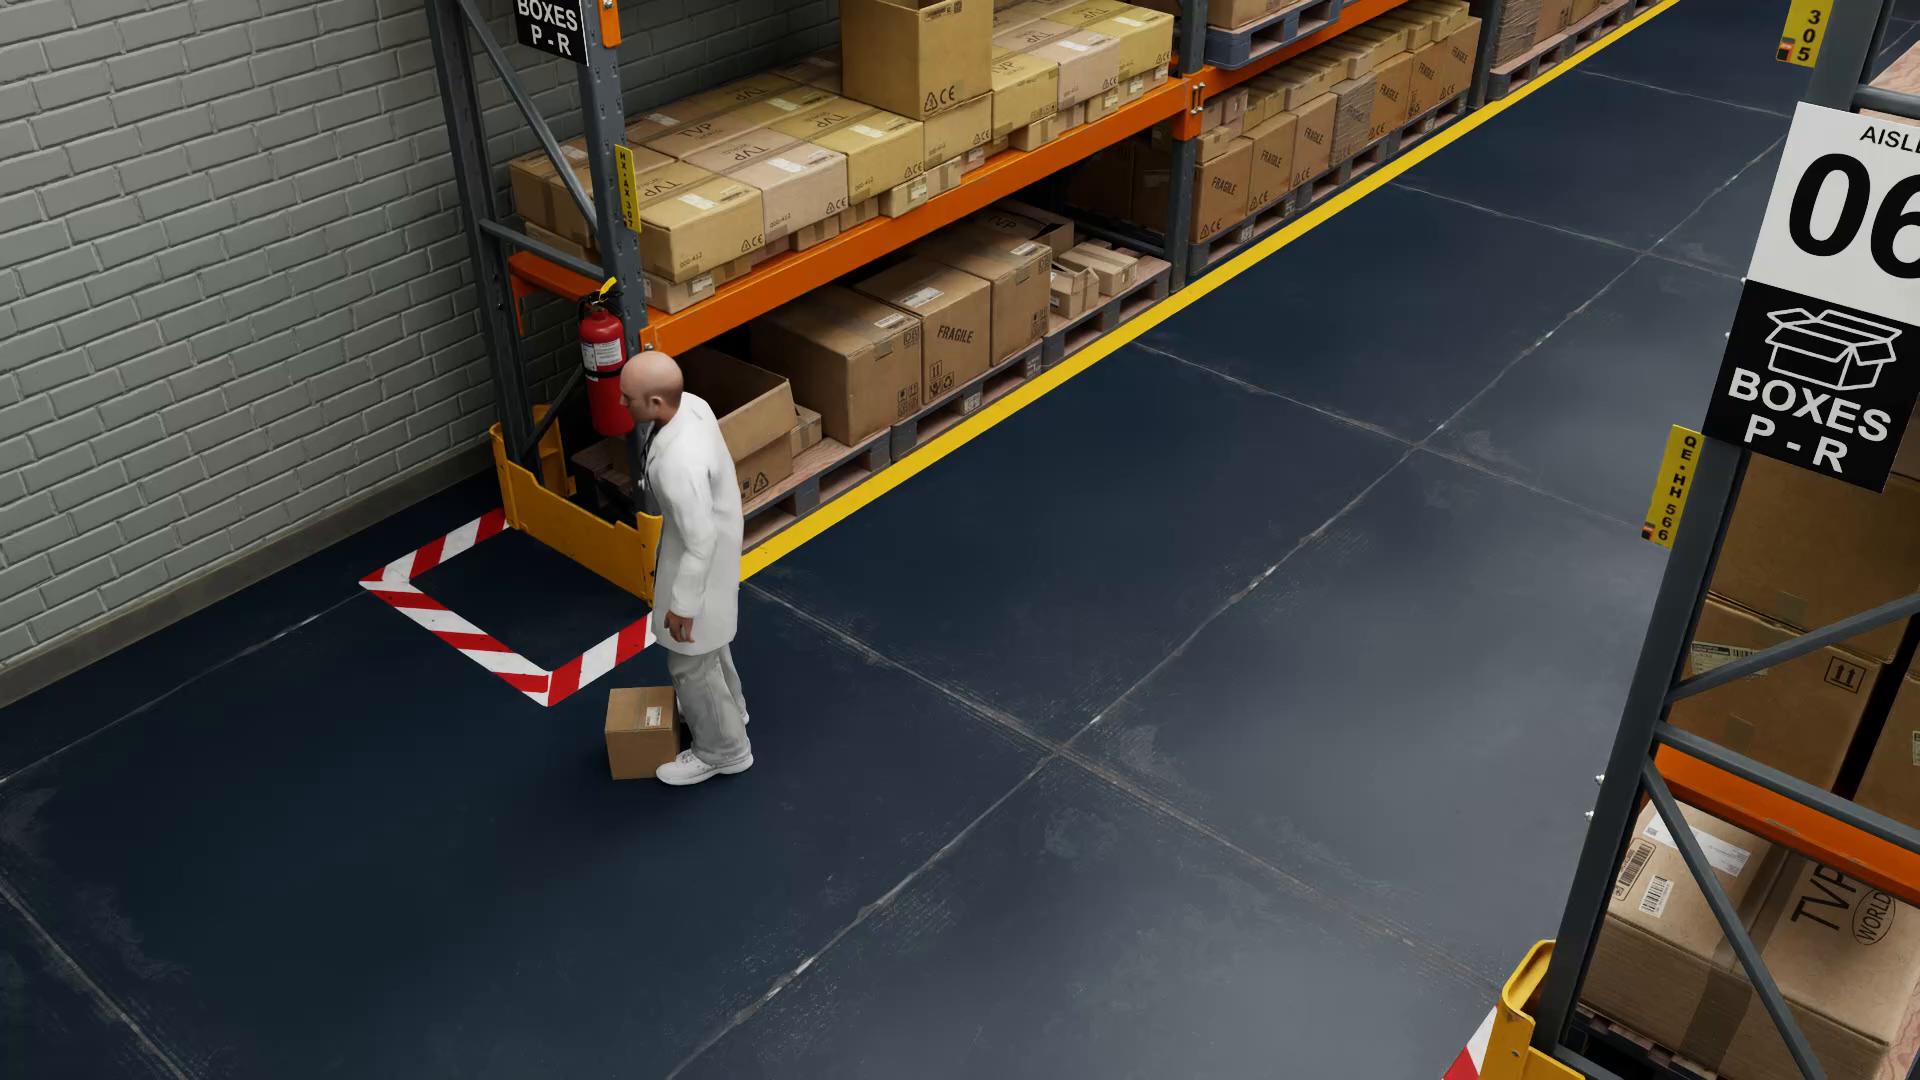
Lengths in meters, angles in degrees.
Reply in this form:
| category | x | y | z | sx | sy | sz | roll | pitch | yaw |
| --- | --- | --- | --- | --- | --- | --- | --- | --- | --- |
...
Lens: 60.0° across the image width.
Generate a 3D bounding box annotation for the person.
| category | x | y | z | sx | sy | sz | roll | pitch | yaw |
| --- | --- | --- | --- | --- | --- | --- | --- | --- | --- |
| person | -0.975 | 0.100 | 6.012 | 0.415 | 1.774 | 0.655 | -4 | 35 | -6 |
